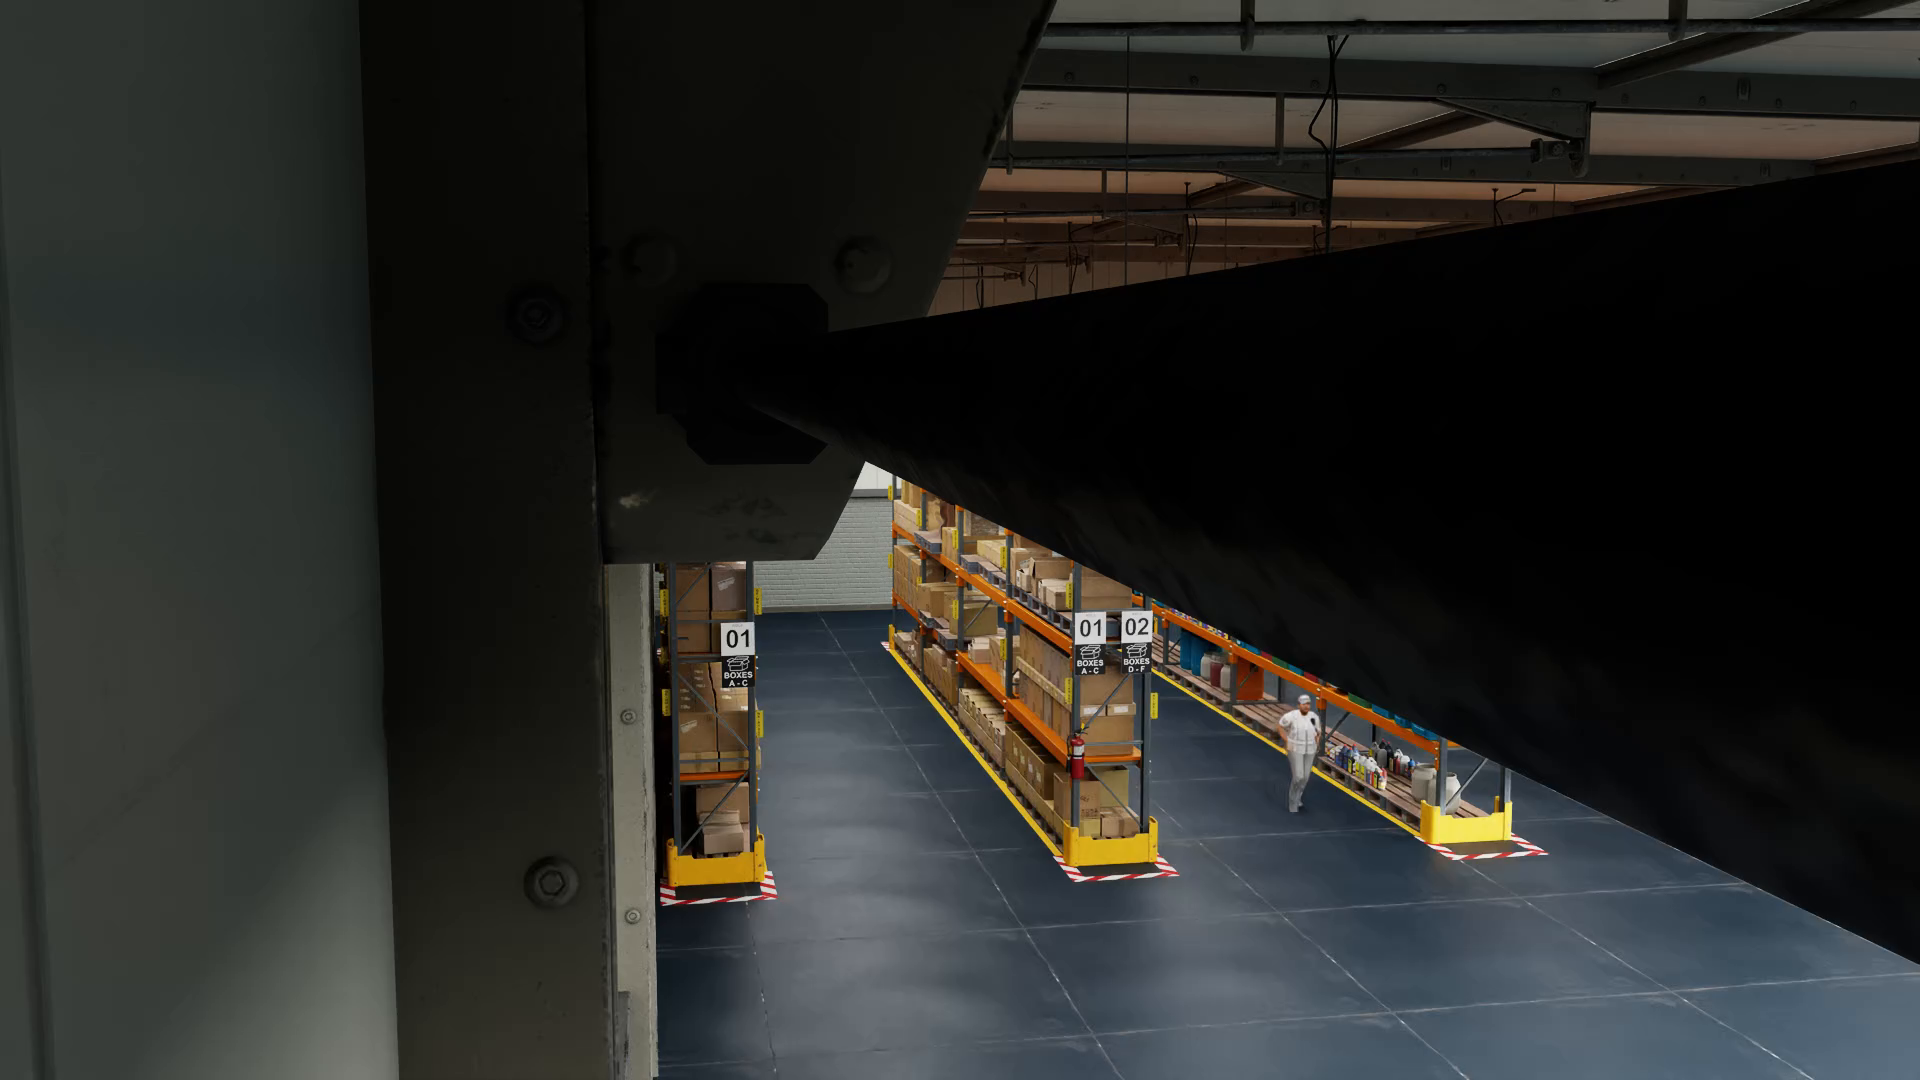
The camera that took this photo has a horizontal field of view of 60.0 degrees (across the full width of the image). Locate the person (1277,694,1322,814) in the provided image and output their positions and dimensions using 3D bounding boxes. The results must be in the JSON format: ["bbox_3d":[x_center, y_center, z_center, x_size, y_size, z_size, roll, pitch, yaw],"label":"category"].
[{"bbox_3d":[4.795,3.007,23.320,0.574,1.677,0.675,-1,6,-12],"label":"person"}]
